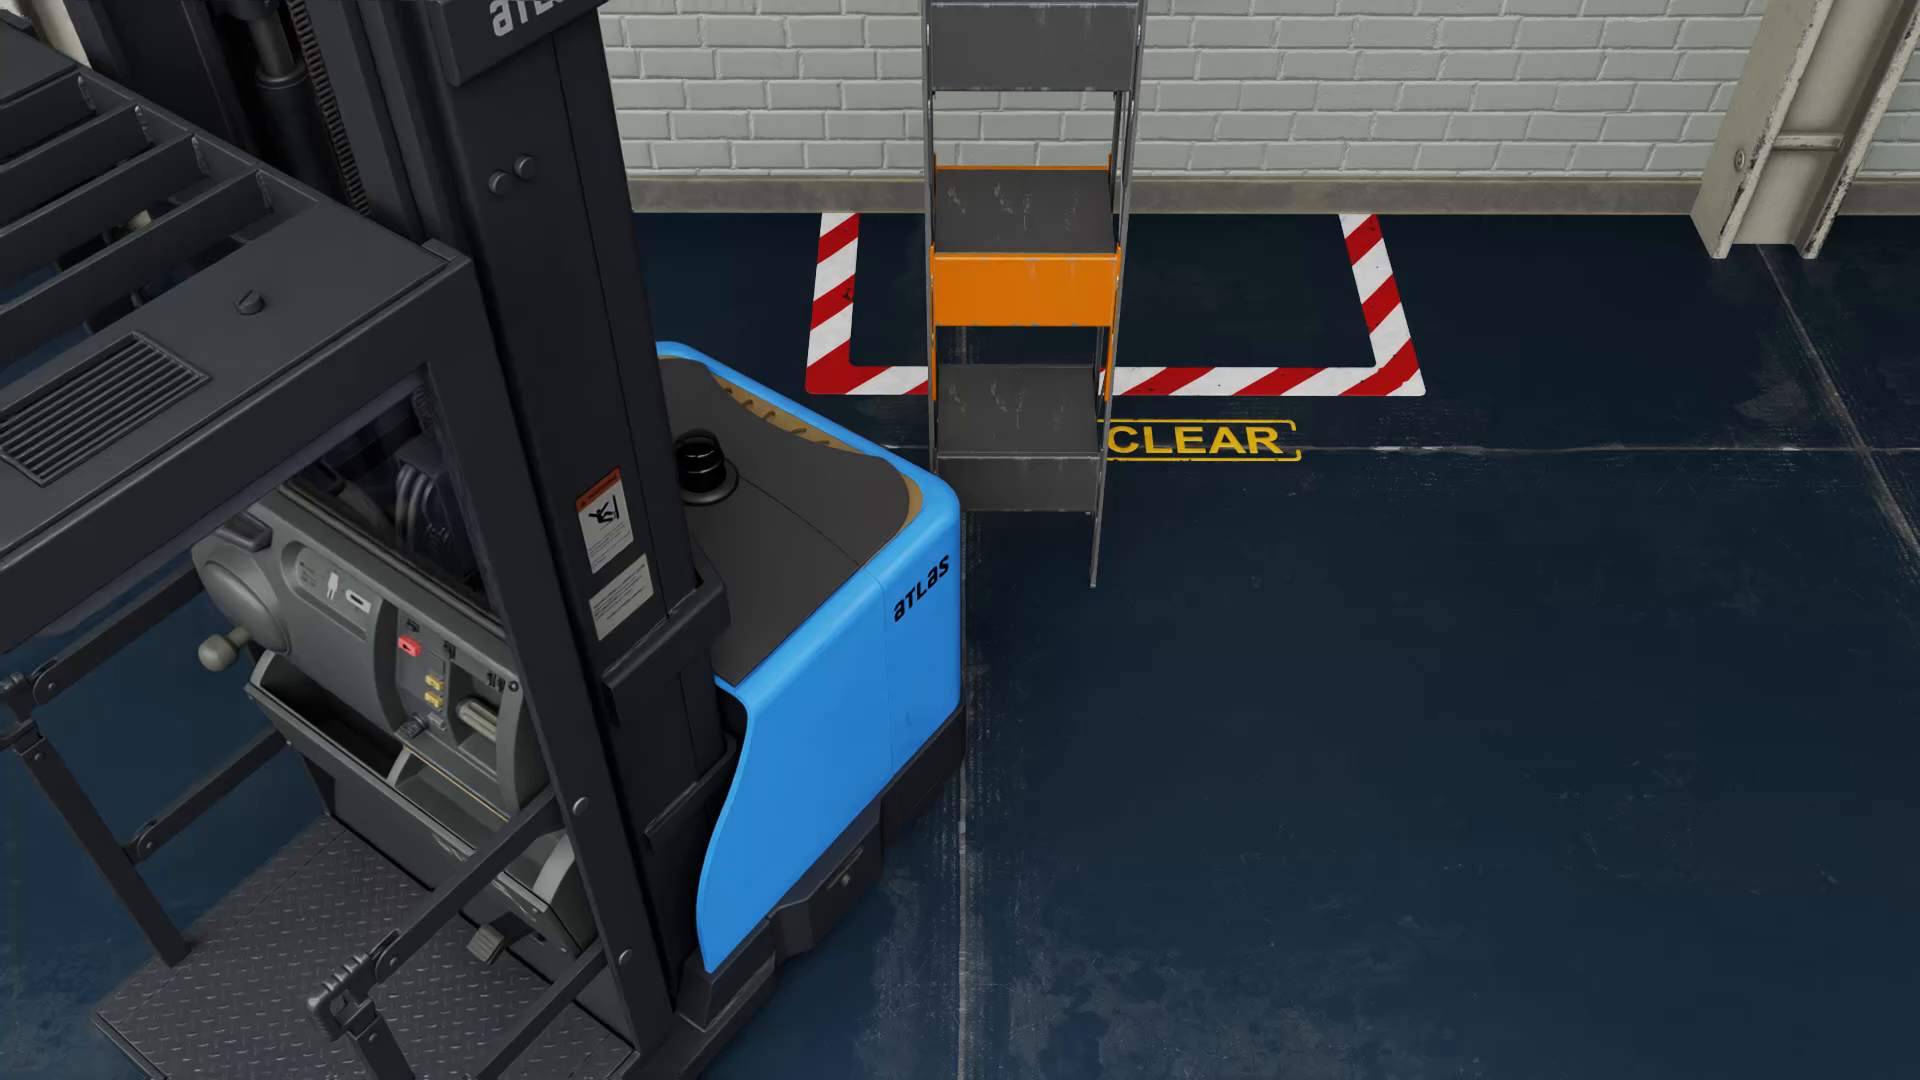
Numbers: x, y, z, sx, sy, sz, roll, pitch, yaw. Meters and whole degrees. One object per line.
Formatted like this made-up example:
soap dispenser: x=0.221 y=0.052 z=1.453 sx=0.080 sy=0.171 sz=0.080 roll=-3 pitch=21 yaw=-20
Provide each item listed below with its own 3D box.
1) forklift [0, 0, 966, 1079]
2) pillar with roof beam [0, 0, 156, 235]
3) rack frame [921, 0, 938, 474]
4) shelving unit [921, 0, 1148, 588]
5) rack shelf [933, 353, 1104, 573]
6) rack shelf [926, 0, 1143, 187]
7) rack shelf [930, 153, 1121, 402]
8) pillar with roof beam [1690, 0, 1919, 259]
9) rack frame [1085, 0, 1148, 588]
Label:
forklift: x=-1.263 y=0.273 z=2.994 sx=1.130 sy=2.935 sz=3.031 roll=28 pitch=53 yaw=24
pillar with roof beam: x=-2.999 y=-1.100 z=0.126 sx=0.400 sy=9.000 sz=9.100 roll=0 pitch=47 yaw=0
rack frame: x=-0.078 y=-0.716 z=4.482 sx=0.015 sy=2.100 sz=0.400 roll=0 pitch=47 yaw=0
shelving unit: x=0.166 y=-0.715 z=4.481 sx=0.503 sy=2.100 sz=0.431 roll=0 pitch=47 yaw=0
rack shelf: x=0.166 y=-0.229 z=5.003 sx=0.480 sy=0.518 sz=0.431 roll=0 pitch=47 yaw=0
rack shelf: x=0.166 y=-1.183 z=3.979 sx=0.480 sy=0.518 sz=0.431 roll=0 pitch=47 yaw=0
rack shelf: x=0.166 y=-0.706 z=4.491 sx=0.480 sy=0.518 sz=0.431 roll=0 pitch=47 yaw=0
pillar with roof beam: x=3.001 y=-1.084 z=0.111 sx=0.400 sy=9.000 sz=9.100 roll=0 pitch=47 yaw=0
rack frame: x=0.410 y=-0.714 z=4.480 sx=0.015 sy=2.100 sz=0.400 roll=0 pitch=47 yaw=0
